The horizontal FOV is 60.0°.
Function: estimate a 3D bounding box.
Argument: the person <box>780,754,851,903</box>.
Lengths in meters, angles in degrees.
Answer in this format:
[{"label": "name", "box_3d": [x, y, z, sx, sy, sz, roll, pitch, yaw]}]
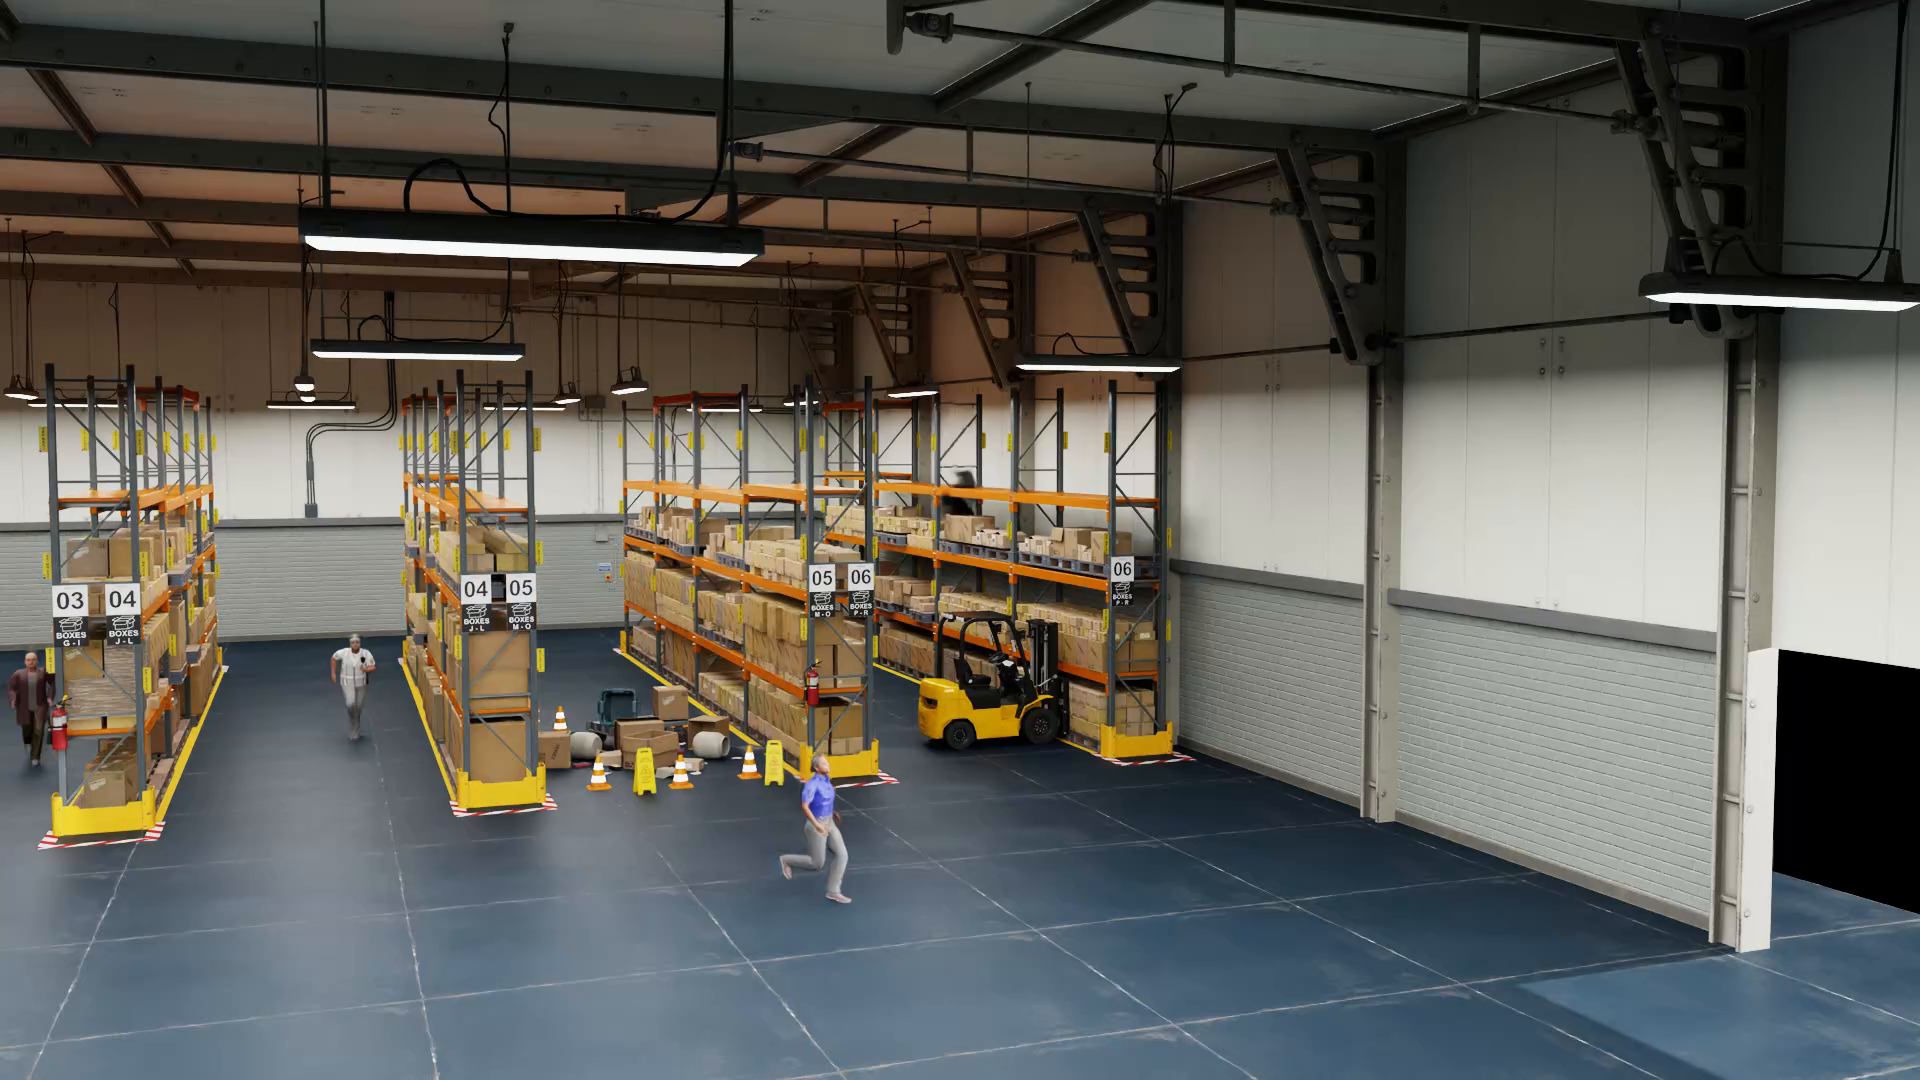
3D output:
[{"label": "person", "box_3d": [-1.565, 3.153, 18.237, 0.803, 1.619, 0.572, 2, 4, 25]}]

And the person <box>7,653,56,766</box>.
[{"label": "person", "box_3d": [-14.477, 2.618, 25.977, 0.702, 1.743, 0.846, -2, 4, -28]}]

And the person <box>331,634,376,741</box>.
[{"label": "person", "box_3d": [-10.288, 2.486, 28.233, 0.686, 1.822, 0.874, -2, 4, -26]}]
